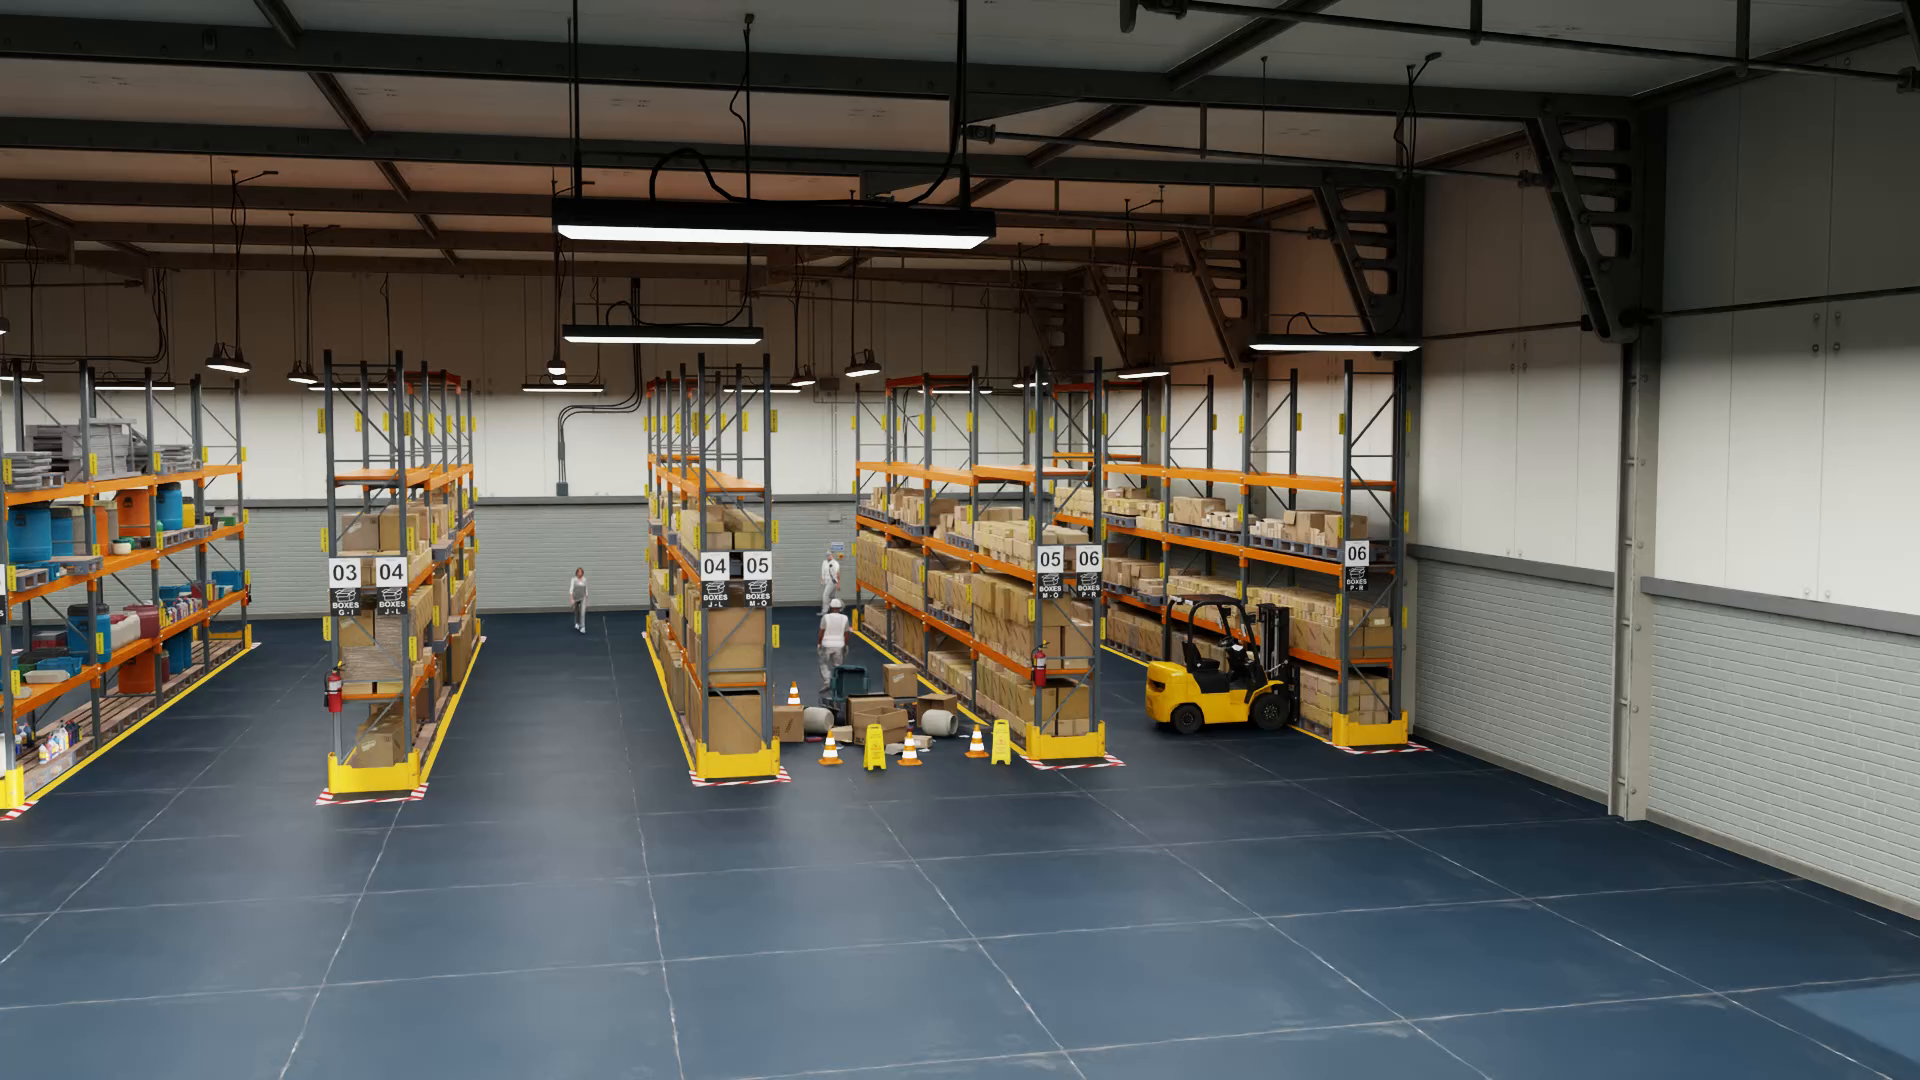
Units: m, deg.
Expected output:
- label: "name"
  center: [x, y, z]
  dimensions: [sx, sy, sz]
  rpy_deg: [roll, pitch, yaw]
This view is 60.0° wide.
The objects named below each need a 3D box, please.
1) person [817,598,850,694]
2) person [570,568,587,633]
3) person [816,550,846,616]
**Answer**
- label: "person"
  center: [-2.329, 1.971, 30.640]
  dimensions: [0.602, 1.781, 0.457]
  rpy_deg: [-1, 4, -13]
- label: "person"
  center: [-9.189, 1.432, 40.065]
  dimensions: [0.425, 1.536, 0.984]
  rpy_deg: [-1, 4, -15]
- label: "person"
  center: [-3.370, 1.105, 43.446]
  dimensions: [1.019, 1.726, 0.514]
  rpy_deg: [-3, 5, -36]
